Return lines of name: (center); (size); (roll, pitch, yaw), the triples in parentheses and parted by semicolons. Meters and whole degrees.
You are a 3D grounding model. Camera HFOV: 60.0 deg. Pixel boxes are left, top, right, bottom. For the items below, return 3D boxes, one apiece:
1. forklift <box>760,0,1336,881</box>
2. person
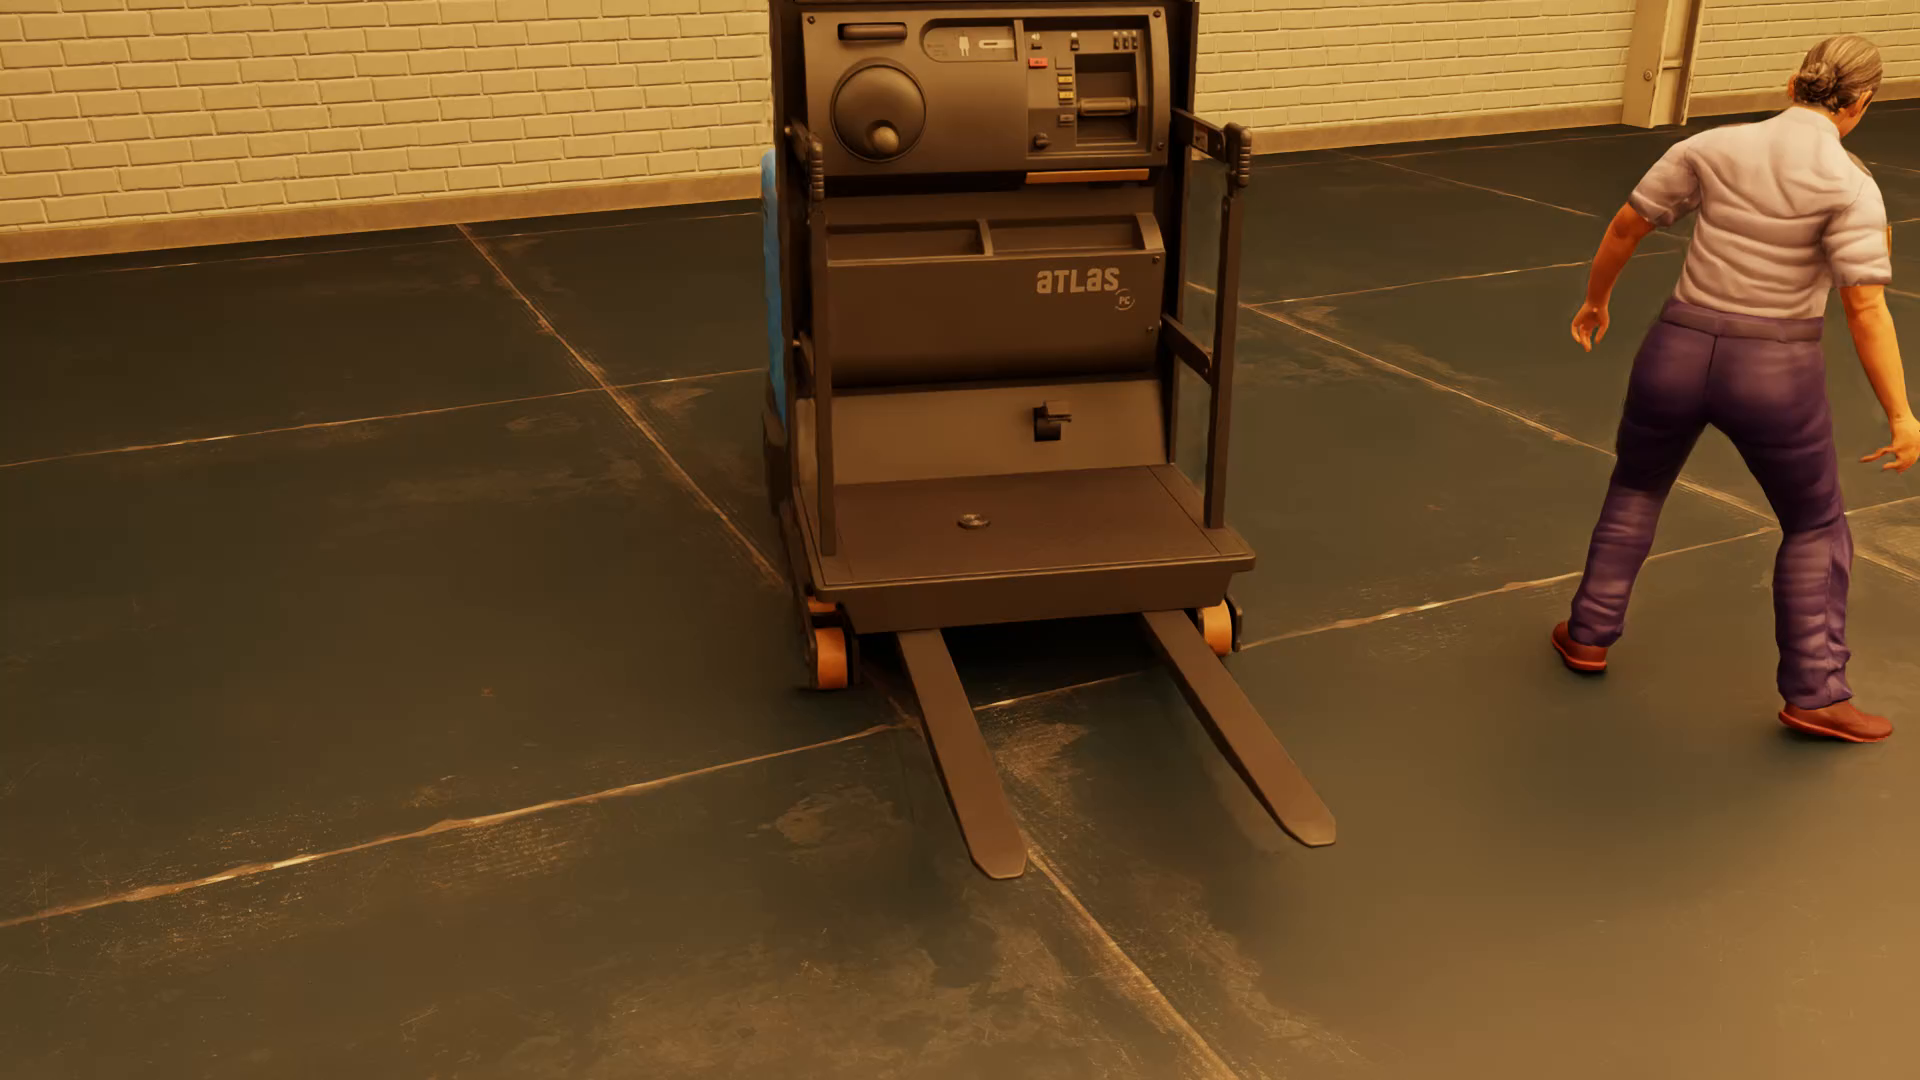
forklift: (0.112, -1.123, 3.990); (1.130, 2.935, 3.031); (-4, 23, -10)
person: (1.879, -0.365, 3.961); (0.929, 1.606, 0.384); (20, 30, 40)
